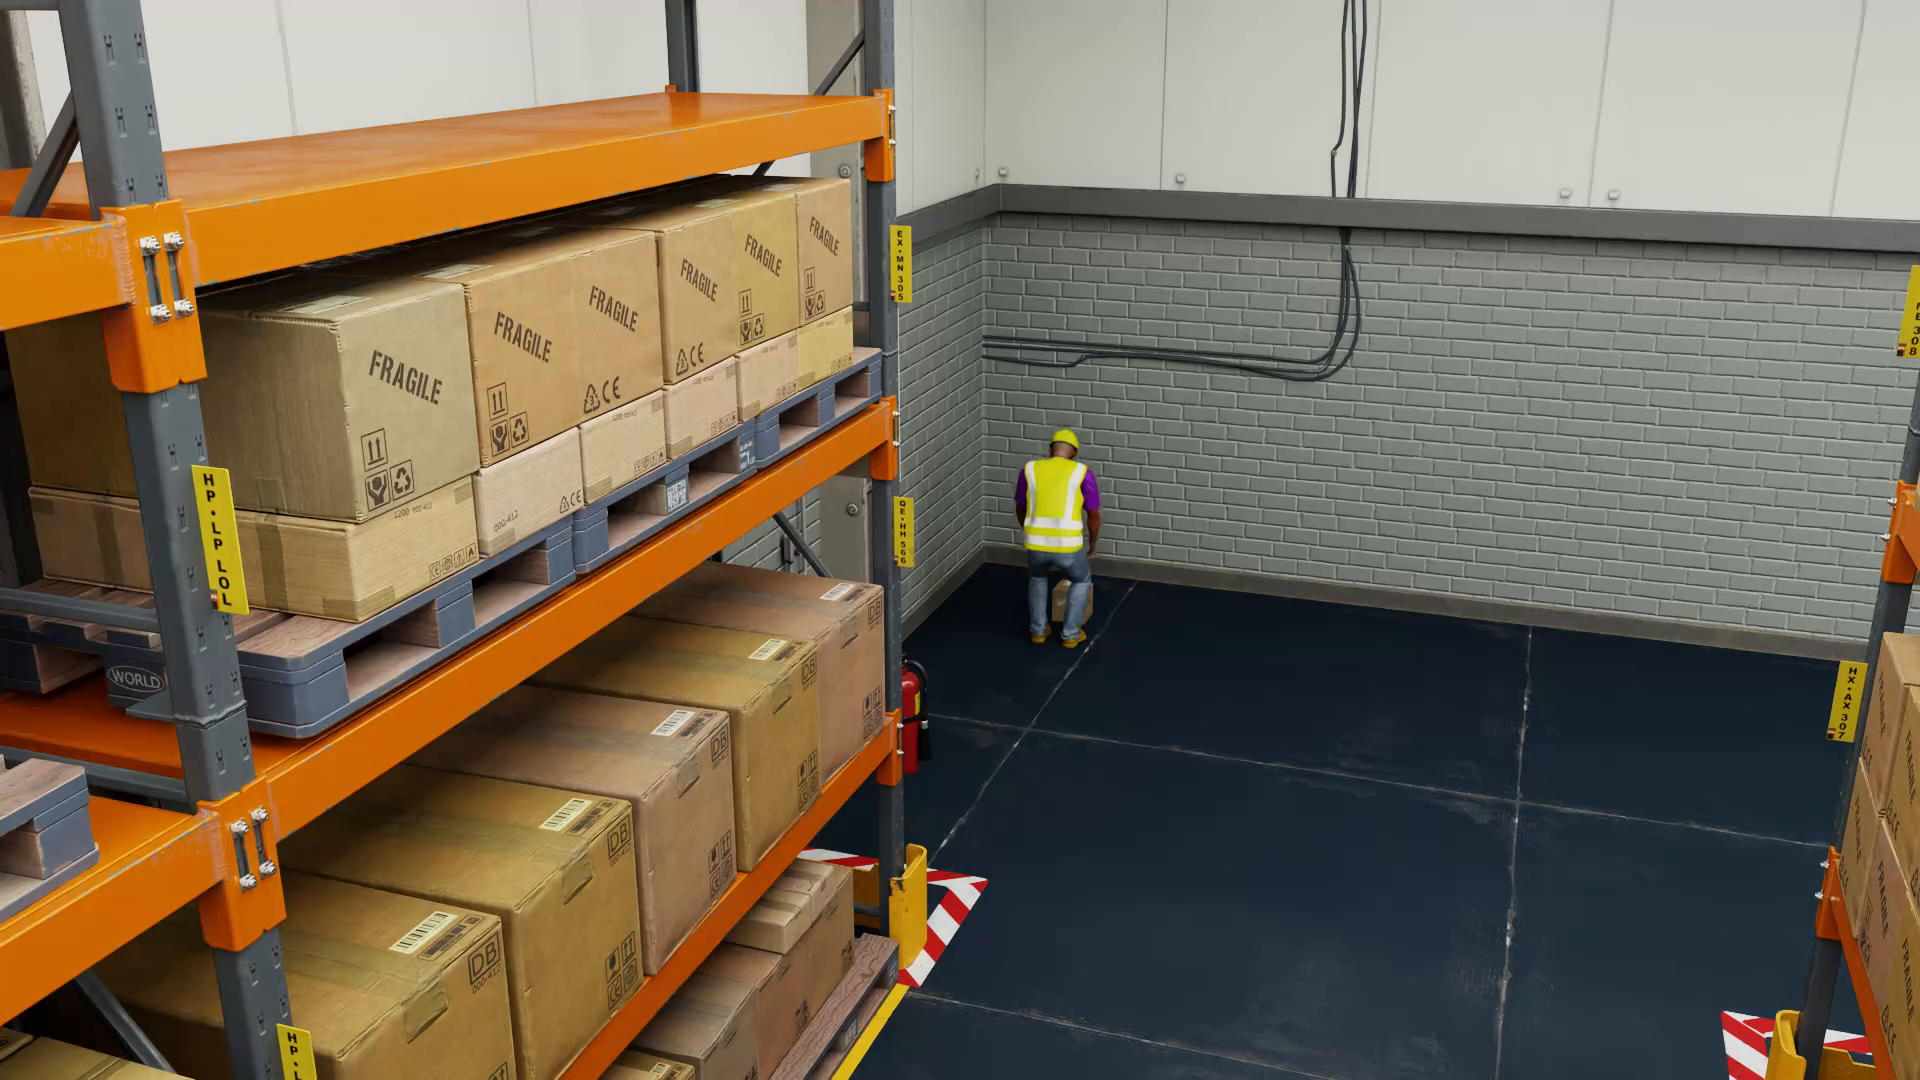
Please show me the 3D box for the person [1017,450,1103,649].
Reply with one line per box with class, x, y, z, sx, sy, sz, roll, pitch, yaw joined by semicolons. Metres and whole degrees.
person;0.684;0.067;11.990;0.631;1.343;0.792;6;20;18
